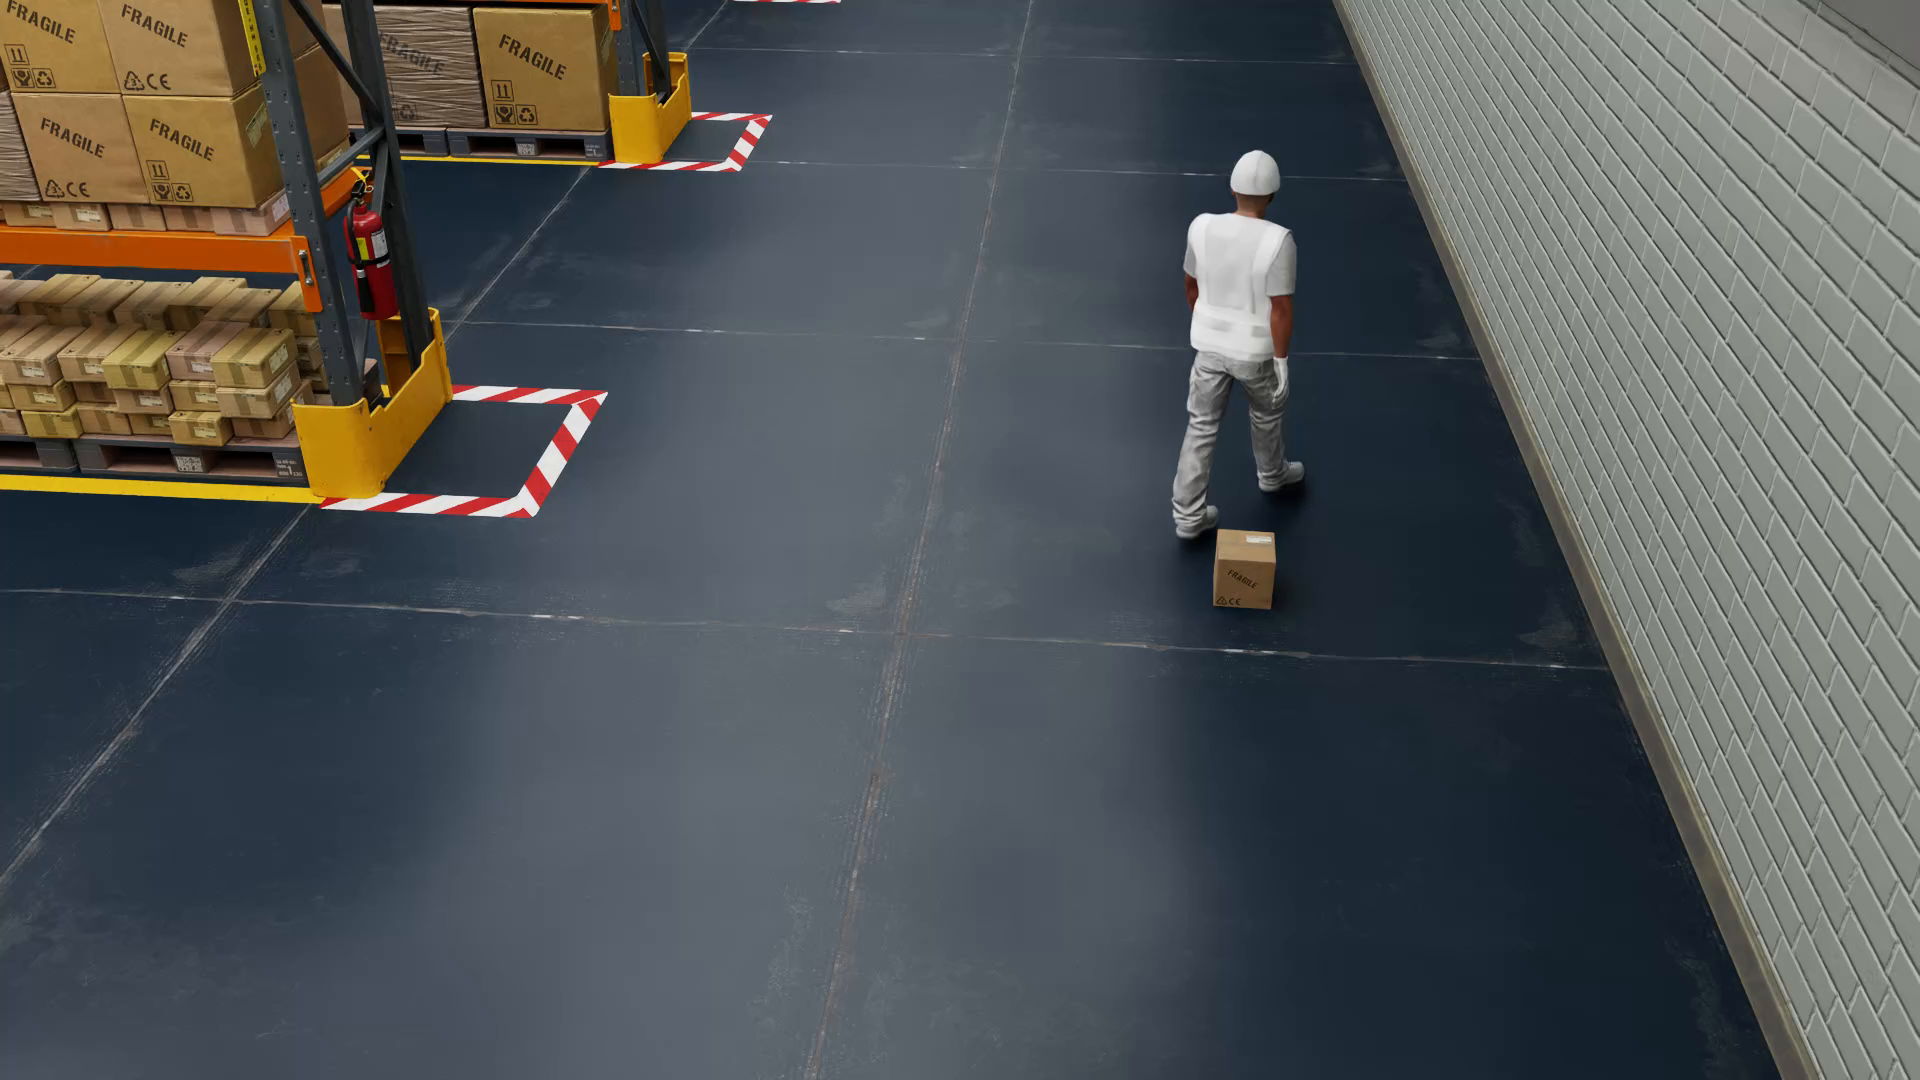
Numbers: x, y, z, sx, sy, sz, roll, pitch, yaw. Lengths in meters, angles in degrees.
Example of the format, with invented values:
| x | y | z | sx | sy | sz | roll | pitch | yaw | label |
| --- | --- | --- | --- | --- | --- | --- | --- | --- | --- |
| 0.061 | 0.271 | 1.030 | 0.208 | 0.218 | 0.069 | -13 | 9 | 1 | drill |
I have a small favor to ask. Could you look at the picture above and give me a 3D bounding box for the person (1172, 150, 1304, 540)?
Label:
| x | y | z | sx | sy | sz | roll | pitch | yaw | label |
| --- | --- | --- | --- | --- | --- | --- | --- | --- | --- |
| 1.291 | -0.927 | 7.582 | 0.586 | 1.741 | 0.914 | 15 | 35 | 23 | person |
